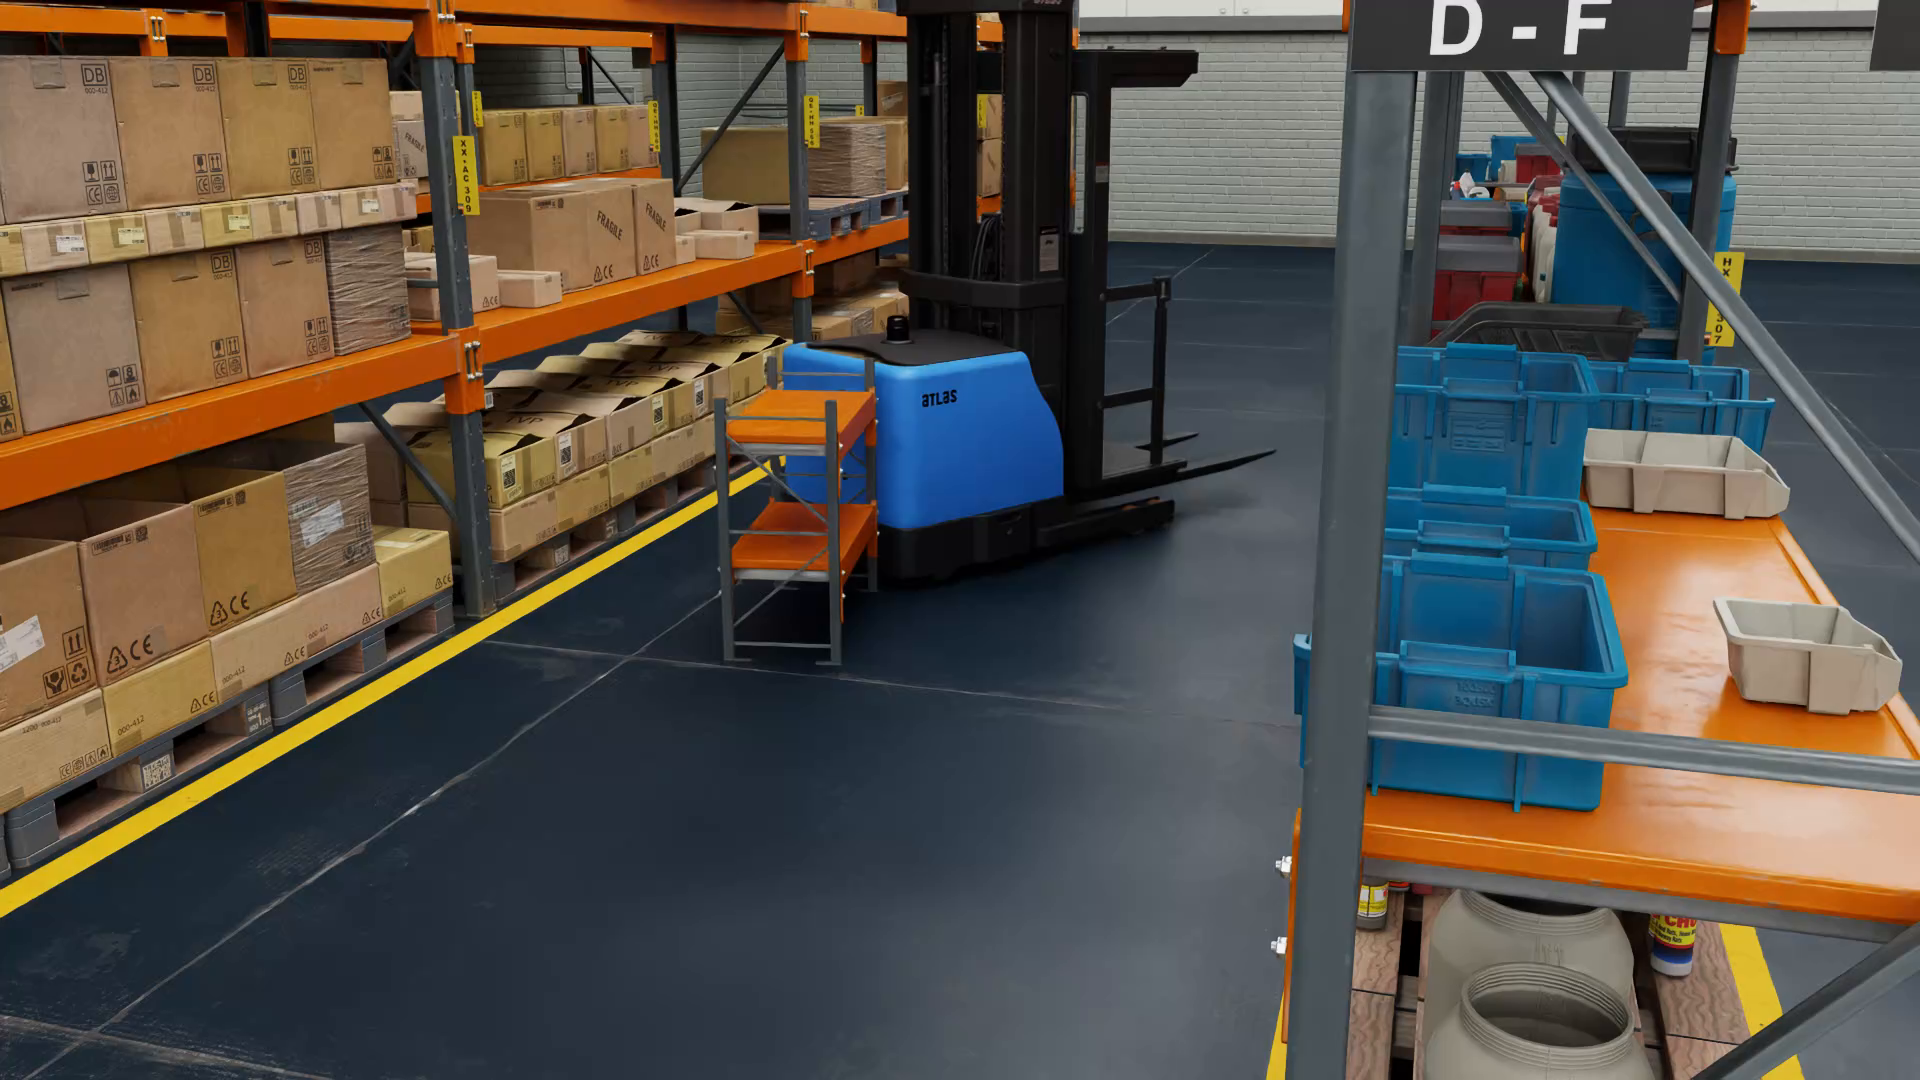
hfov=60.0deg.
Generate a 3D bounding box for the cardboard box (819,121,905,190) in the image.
[{"bbox_3d":[-0.794,-3.009,12.986,0.700,0.500,0.500,1,16,2],"label":"cardboard box"}]

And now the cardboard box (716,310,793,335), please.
[{"bbox_3d":[-1.447,-1.451,12.222,0.500,0.500,0.500,5,17,18],"label":"cardboard box"}]

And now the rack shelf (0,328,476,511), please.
[{"bbox_3d":[-3.193,-0.263,5.578,1.077,0.370,4.000,5,16,16],"label":"rack shelf"}]

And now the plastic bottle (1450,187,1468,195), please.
[{"bbox_3d":[3.637,-2.447,12.186,0.152,0.276,0.135,5,16,16],"label":"plastic bottle"}]

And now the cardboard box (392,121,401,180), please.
[{"bbox_3d":[-5.278,-3.404,14.569,0.500,0.500,0.500,5,16,16],"label":"cardboard box"}]

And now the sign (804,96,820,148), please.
[{"bbox_3d":[-0.955,-2.694,10.708,0.100,0.325,0.005,5,16,16],"label":"sign"}]

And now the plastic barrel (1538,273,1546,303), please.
[{"bbox_3d":[2.647,-1.015,7.165,0.301,0.262,0.301,0,16,0],"label":"plastic barrel"}]

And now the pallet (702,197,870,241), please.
[{"bbox_3d":[-1.363,-2.269,11.685,1.213,0.211,1.003,5,16,16],"label":"pallet"}]

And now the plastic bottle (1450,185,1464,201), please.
[{"bbox_3d":[3.376,-2.246,11.343,0.144,0.351,0.185,5,16,16],"label":"plastic bottle"}]

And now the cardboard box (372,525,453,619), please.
[{"bbox_3d":[-2.547,0.127,7.155,0.500,0.250,0.500,5,16,16],"label":"cardboard box"}]

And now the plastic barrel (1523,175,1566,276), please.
[{"bbox_3d":[3.419,-1.714,9.127,0.600,0.536,0.708,5,16,16],"label":"plastic barrel"}]

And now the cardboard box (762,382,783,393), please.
[{"bbox_3d":[-1.403,-0.902,10.780,0.500,0.250,0.500,5,17,17],"label":"cardboard box"}]

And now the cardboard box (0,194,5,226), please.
[{"bbox_3d":[-3.315,-1.163,4.872,0.700,0.500,0.500,5,16,16],"label":"cardboard box"}]

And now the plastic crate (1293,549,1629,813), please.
[{"bbox_3d":[0.842,0.217,2.841,0.499,0.251,0.616,5,16,16],"label":"plastic crate"}]

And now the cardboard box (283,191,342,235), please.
[{"bbox_3d":[-2.641,-1.272,6.444,0.380,0.149,0.250,4,16,14],"label":"cardboard box"}]

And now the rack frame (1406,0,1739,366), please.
[{"bbox_3d":[2.123,-0.747,5.967,1.000,3.000,0.127,5,16,16],"label":"rack frame"}]

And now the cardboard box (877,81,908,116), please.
[{"bbox_3d":[-0.456,-3.907,15.091,0.500,0.500,0.500,5,17,16],"label":"cardboard box"}]

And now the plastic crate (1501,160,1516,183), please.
[{"bbox_3d":[5.008,-3.197,14.712,0.437,0.282,0.530,5,16,16],"label":"plastic crate"}]

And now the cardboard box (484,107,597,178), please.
[{"bbox_3d":[-4.522,-4.275,17.855,0.980,0.700,0.700,4,16,13],"label":"cardboard box"}]

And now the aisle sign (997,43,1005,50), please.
[{"bbox_3d":[0.523,-5.563,18.182,0.394,0.787,0.004,5,16,16],"label":"aisle sign"}]

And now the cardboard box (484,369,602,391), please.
[{"bbox_3d":[-2.352,-0.808,9.422,0.500,0.311,0.500,4,16,15],"label":"cardboard box"}]

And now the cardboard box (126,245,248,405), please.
[{"bbox_3d":[-3.035,-0.795,5.950,0.700,0.500,0.500,5,17,17],"label":"cardboard box"}]

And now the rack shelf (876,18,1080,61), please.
[{"bbox_3d":[0.217,-4.846,16.238,1.077,0.370,4.000,5,16,16],"label":"rack shelf"}]

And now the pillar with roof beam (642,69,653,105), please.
[{"bbox_3d":[0.101,-7.981,20.476,9.100,9.000,0.400,5,16,16],"label":"pillar with roof beam"}]

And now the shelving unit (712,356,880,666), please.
[{"bbox_3d":[-0.696,-0.164,7.345,0.538,1.125,1.048,2,16,6],"label":"shelving unit"}]

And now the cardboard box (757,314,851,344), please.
[{"bbox_3d":[-1.084,-1.285,11.637,0.500,0.500,0.500,5,17,18],"label":"cardboard box"}]

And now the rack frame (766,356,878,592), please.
[{"bbox_3d":[-0.645,-0.302,7.832,0.500,1.125,0.032,2,16,6],"label":"rack frame"}]

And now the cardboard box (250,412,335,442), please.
[{"bbox_3d":[-3.057,-0.275,7.198,0.500,0.500,0.500,5,16,16],"label":"cardboard box"}]

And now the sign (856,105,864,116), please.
[{"bbox_3d":[-0.874,-3.682,14.727,0.100,0.325,0.005,5,16,16],"label":"sign"}]

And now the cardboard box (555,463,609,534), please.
[{"bbox_3d":[-2.126,-0.232,8.418,0.500,0.250,0.500,5,17,17],"label":"cardboard box"}]

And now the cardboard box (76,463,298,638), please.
[{"bbox_3d":[-2.839,0.027,6.133,0.500,0.500,0.500,5,16,16],"label":"cardboard box"}]

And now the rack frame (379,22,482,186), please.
[{"bbox_3d":[-5.102,-3.609,16.055,1.000,3.000,0.127,5,16,16],"label":"rack frame"}]

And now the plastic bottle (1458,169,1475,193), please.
[{"bbox_3d":[3.975,-2.739,13.080,0.144,0.351,0.185,5,16,16],"label":"plastic bottle"}]

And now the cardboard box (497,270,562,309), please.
[{"bbox_3d":[-2.177,-1.228,8.121,0.380,0.149,0.250,5,16,16],"label":"cardboard box"}]

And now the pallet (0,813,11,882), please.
[{"bbox_3d":[-3.584,1.052,4.733,1.003,0.211,1.213,5,16,16],"label":"pallet"}]

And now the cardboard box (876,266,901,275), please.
[{"bbox_3d":[-0.722,-2.127,14.605,0.500,0.500,0.500,4,16,13],"label":"cardboard box"}]

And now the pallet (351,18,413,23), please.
[{"bbox_3d":[-5.315,-4.716,14.812,0.805,0.209,1.217,4,16,14],"label":"pallet"}]

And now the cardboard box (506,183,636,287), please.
[{"bbox_3d":[-2.099,-1.649,8.963,0.500,0.500,0.500,5,16,16],"label":"cardboard box"}]

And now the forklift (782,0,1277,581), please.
[{"bbox_3d":[0.531,-1.527,8.842,3.031,2.935,1.130,-14,21,-39],"label":"forklift"}]

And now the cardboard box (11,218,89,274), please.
[{"bbox_3d":[-3.006,-0.934,5.254,0.380,0.149,0.250,5,17,16],"label":"cardboard box"}]

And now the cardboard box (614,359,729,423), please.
[{"bbox_3d":[-1.688,-0.903,9.759,0.500,0.311,0.500,5,16,16],"label":"cardboard box"}]

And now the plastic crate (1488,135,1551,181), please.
[{"bbox_3d":[5.618,-3.831,16.663,0.616,0.435,0.499,5,16,16],"label":"plastic crate"}]

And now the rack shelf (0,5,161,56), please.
[{"bbox_3d":[-6.807,-3.136,10.209,1.077,0.370,4.000,5,16,16],"label":"rack shelf"}]

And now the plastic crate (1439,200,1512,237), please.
[{"bbox_3d":[2.508,-1.426,8.241,0.402,0.464,0.583,5,16,16],"label":"plastic crate"}]

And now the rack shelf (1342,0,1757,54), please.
[{"bbox_3d":[1.555,-1.321,3.811,1.077,0.370,4.000,5,16,16],"label":"rack shelf"}]
